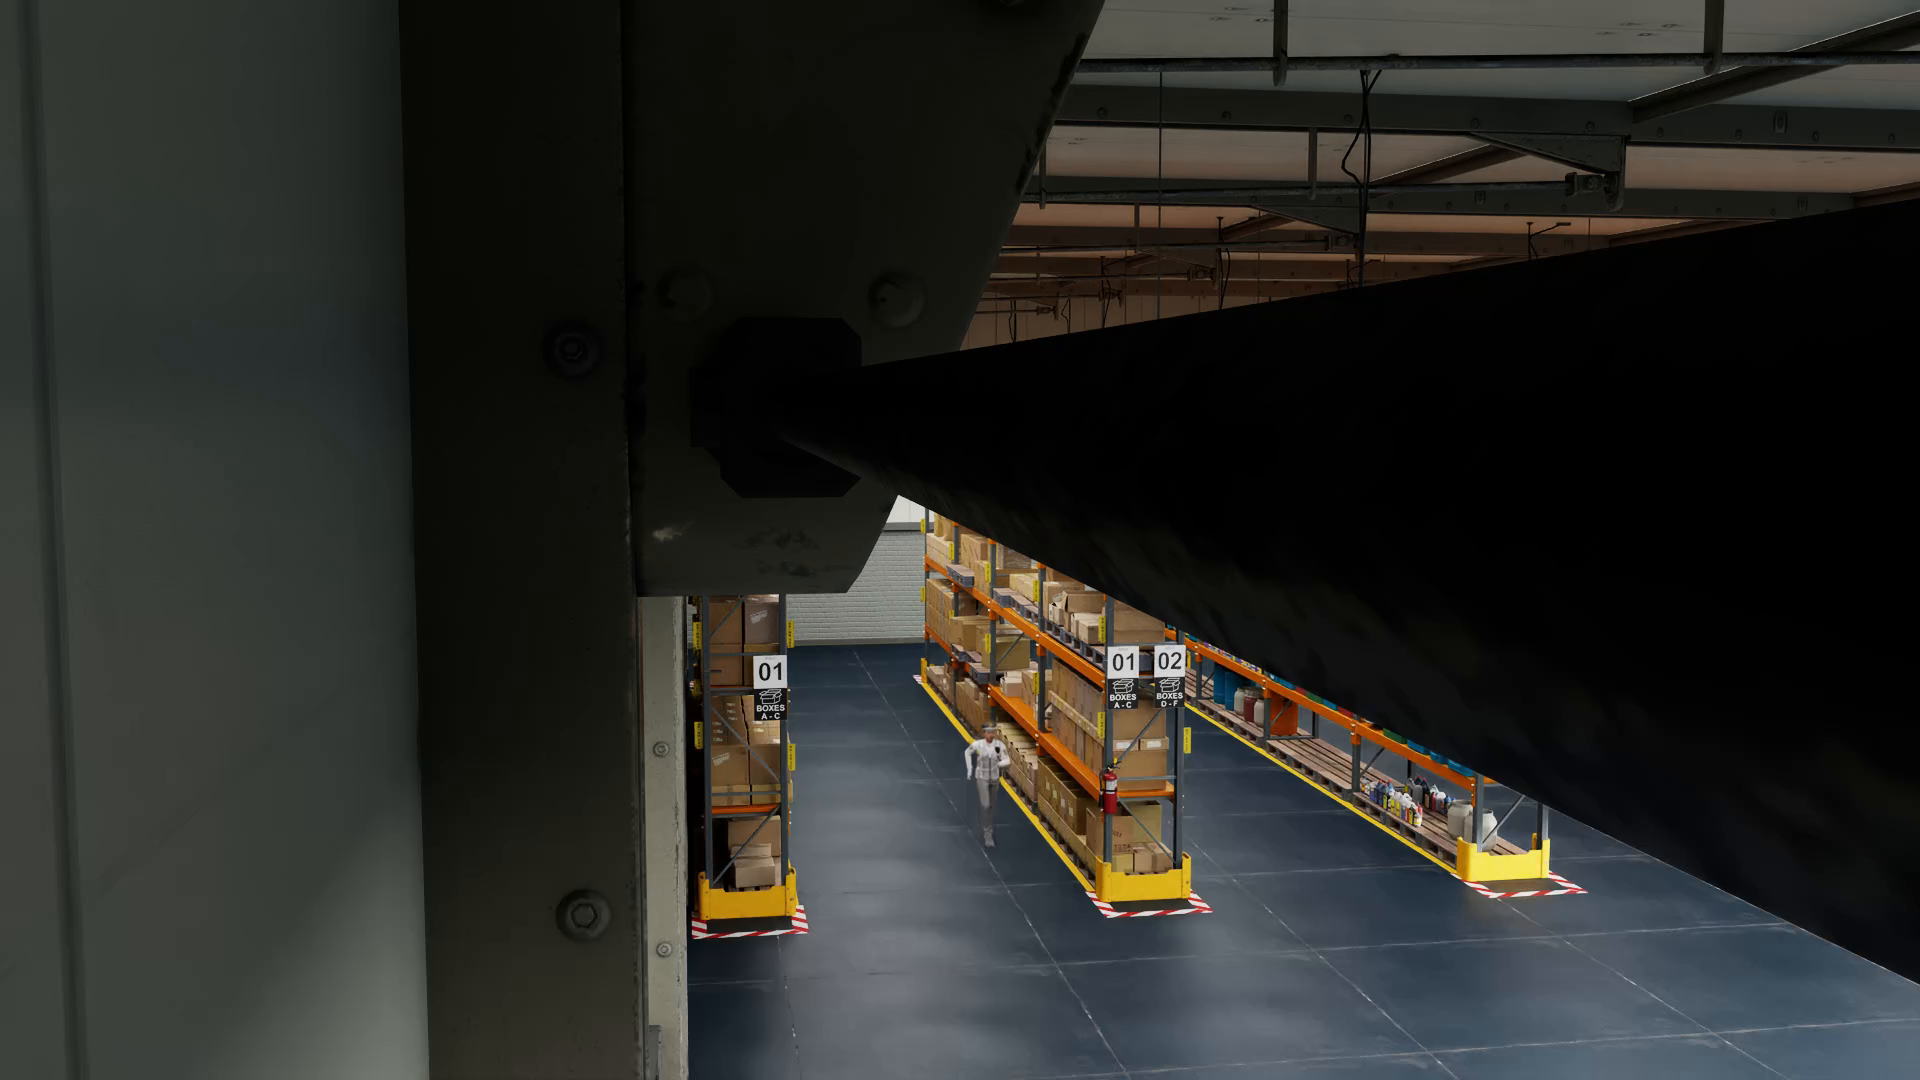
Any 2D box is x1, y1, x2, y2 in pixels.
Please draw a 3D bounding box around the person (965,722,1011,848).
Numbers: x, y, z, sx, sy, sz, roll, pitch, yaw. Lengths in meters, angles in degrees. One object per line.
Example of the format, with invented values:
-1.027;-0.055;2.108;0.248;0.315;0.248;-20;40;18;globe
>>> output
0.400;3.408;23.534;0.580;1.738;0.850;-1;5;-14;person
